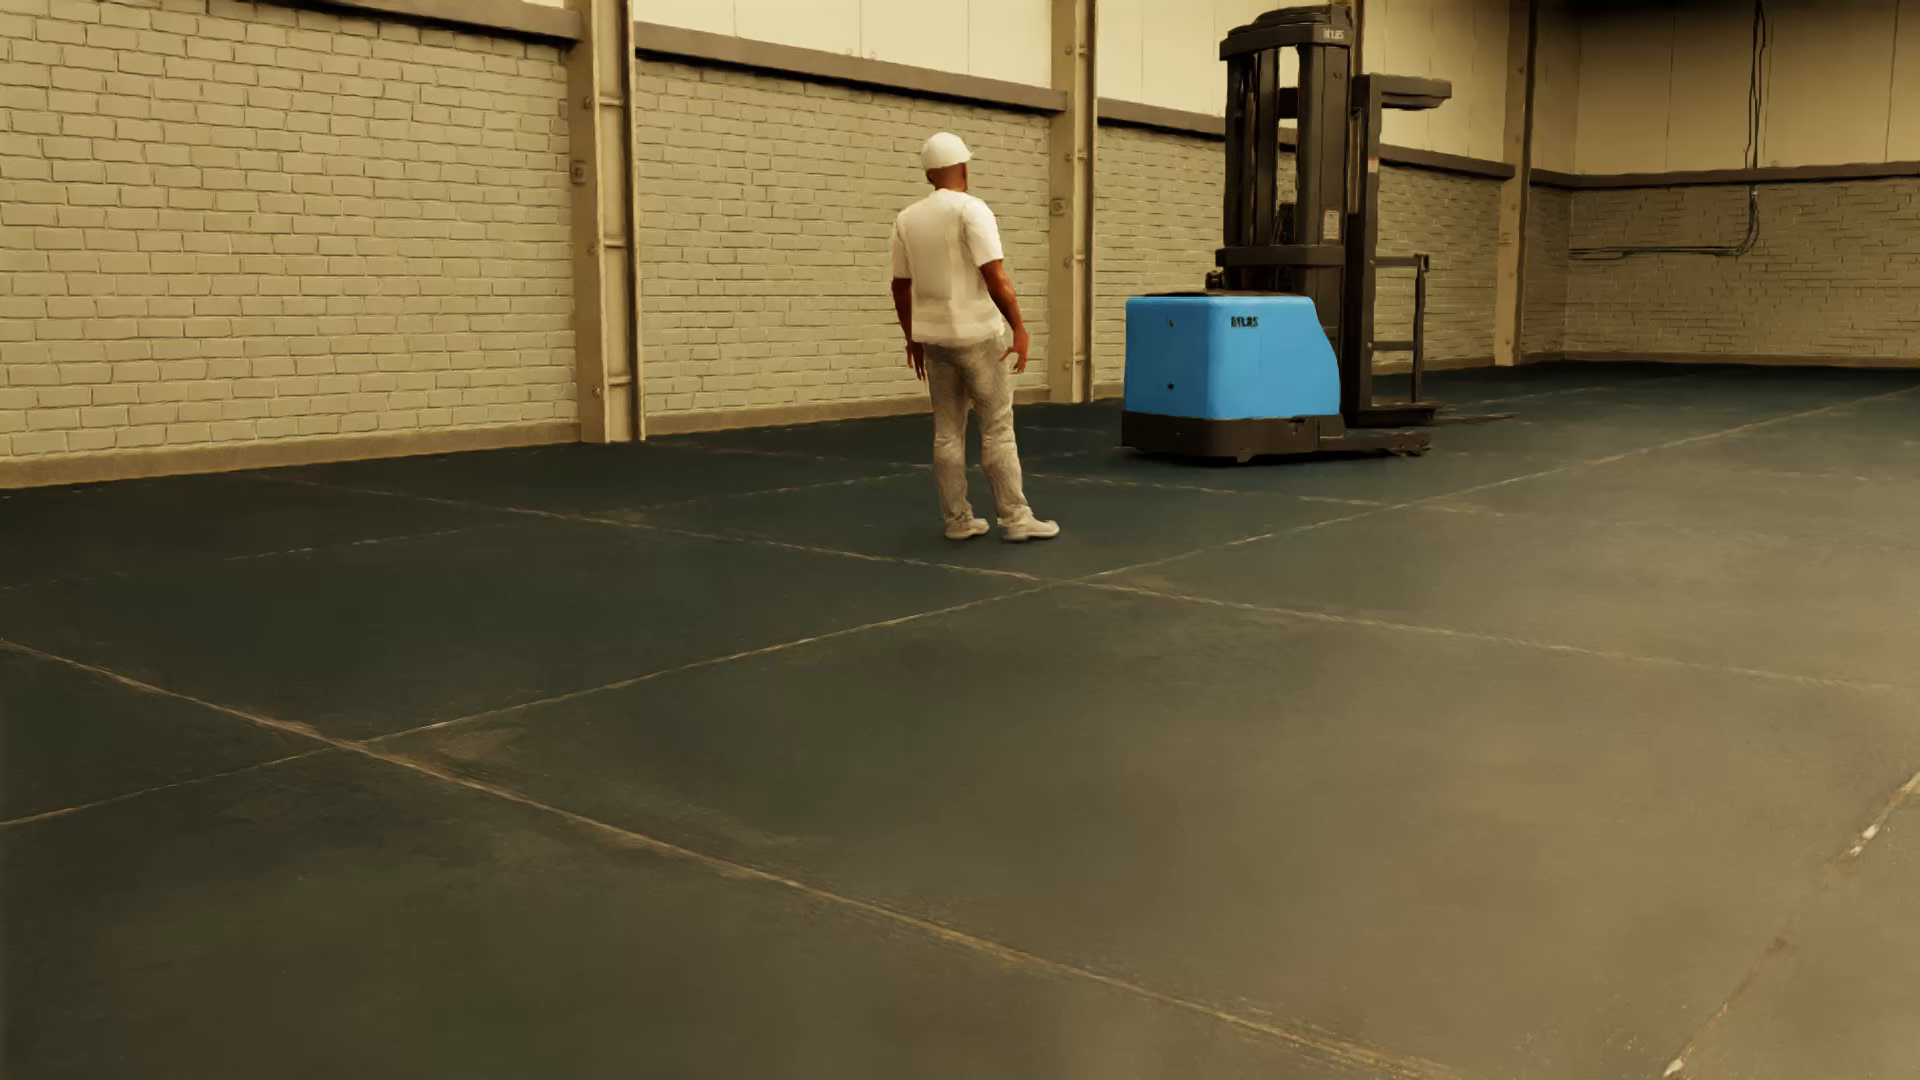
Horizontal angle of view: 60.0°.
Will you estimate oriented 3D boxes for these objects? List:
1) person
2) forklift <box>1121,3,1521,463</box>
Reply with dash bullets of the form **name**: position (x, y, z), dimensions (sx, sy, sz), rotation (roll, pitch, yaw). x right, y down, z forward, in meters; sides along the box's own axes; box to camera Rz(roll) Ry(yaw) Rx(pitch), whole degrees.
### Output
- **person**: position (0.048, -0.888, 7.326), dimensions (0.665, 1.766, 0.576), rotation (7, 11, 38)
- **forklift**: position (2.623, -2.073, 11.446), dimensions (3.031, 2.935, 1.130), rotation (-5, 10, -31)
